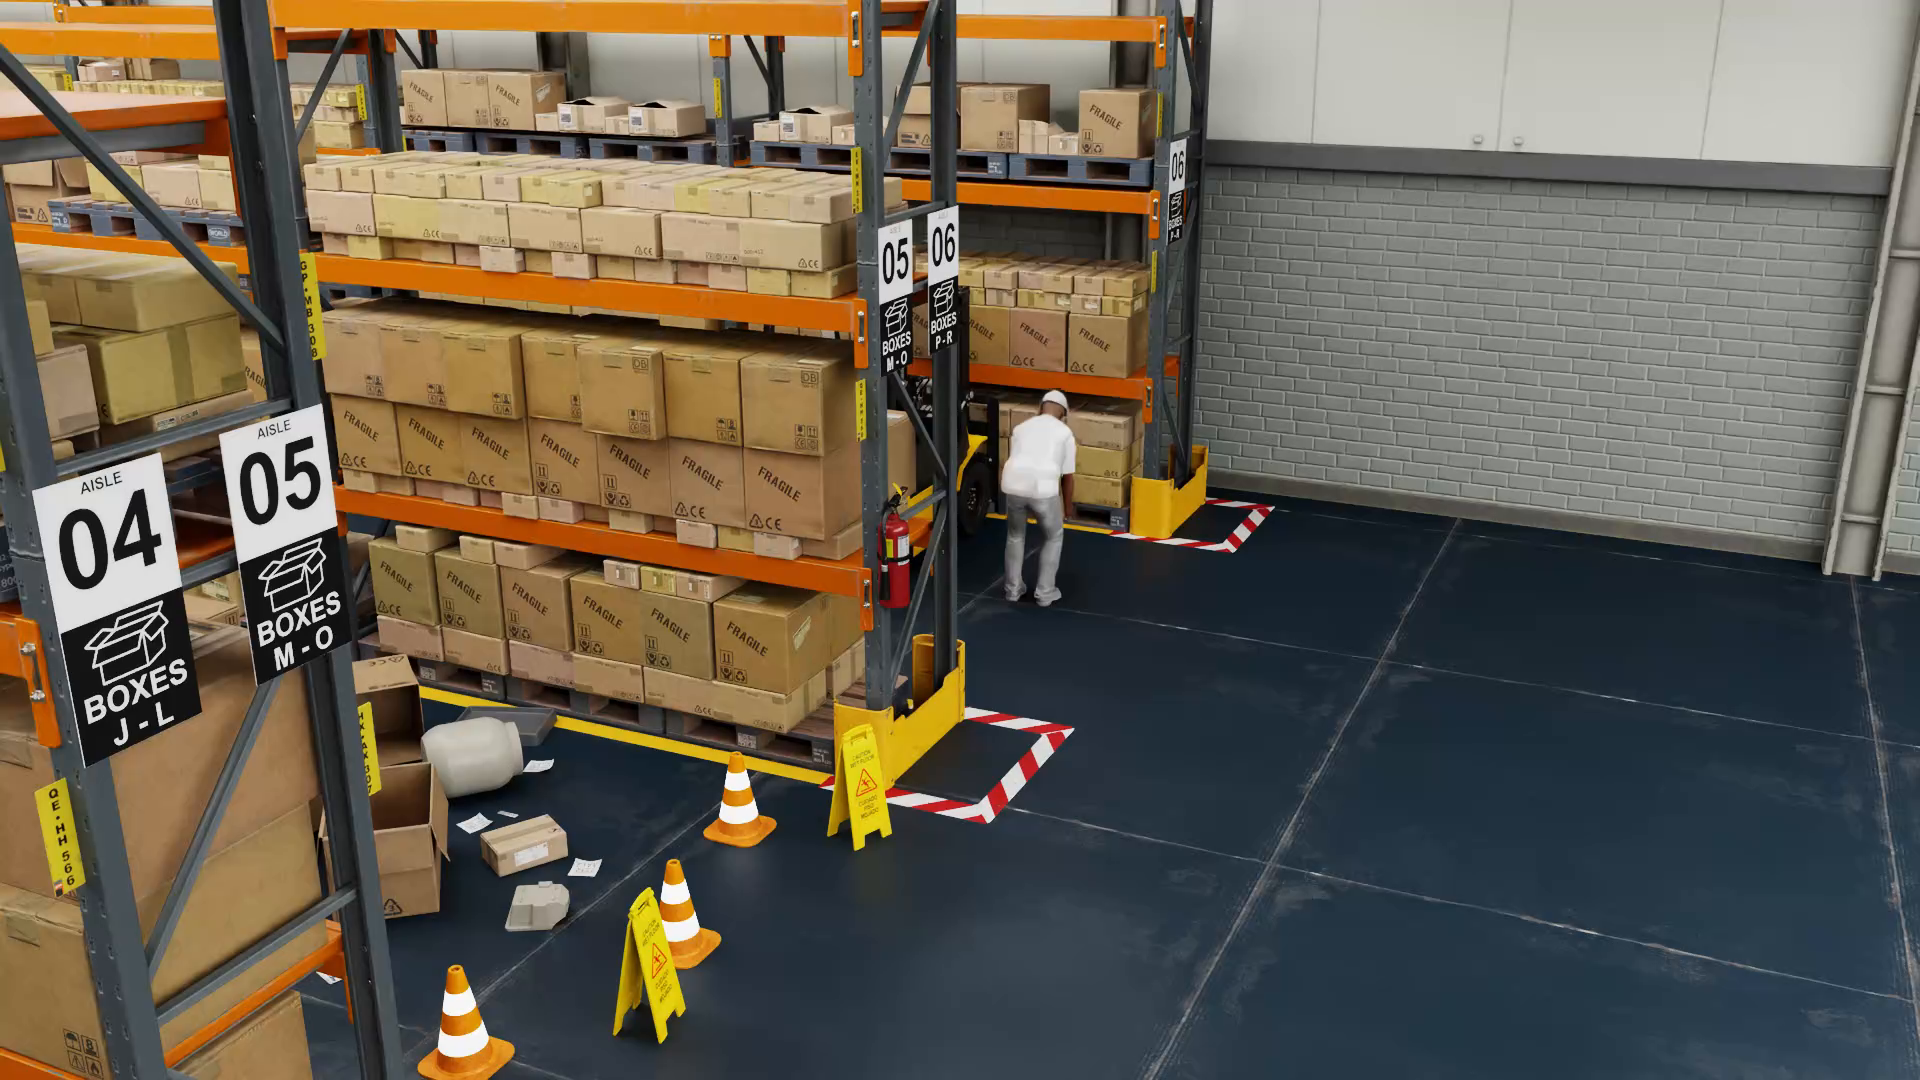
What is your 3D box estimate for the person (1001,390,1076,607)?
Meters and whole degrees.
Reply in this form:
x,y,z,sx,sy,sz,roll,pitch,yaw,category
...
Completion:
x,y,z,sx,sy,sz,roll,pitch,yaw,category
0.595,-0.325,12.388,0.488,1.497,0.832,8,20,21,person
